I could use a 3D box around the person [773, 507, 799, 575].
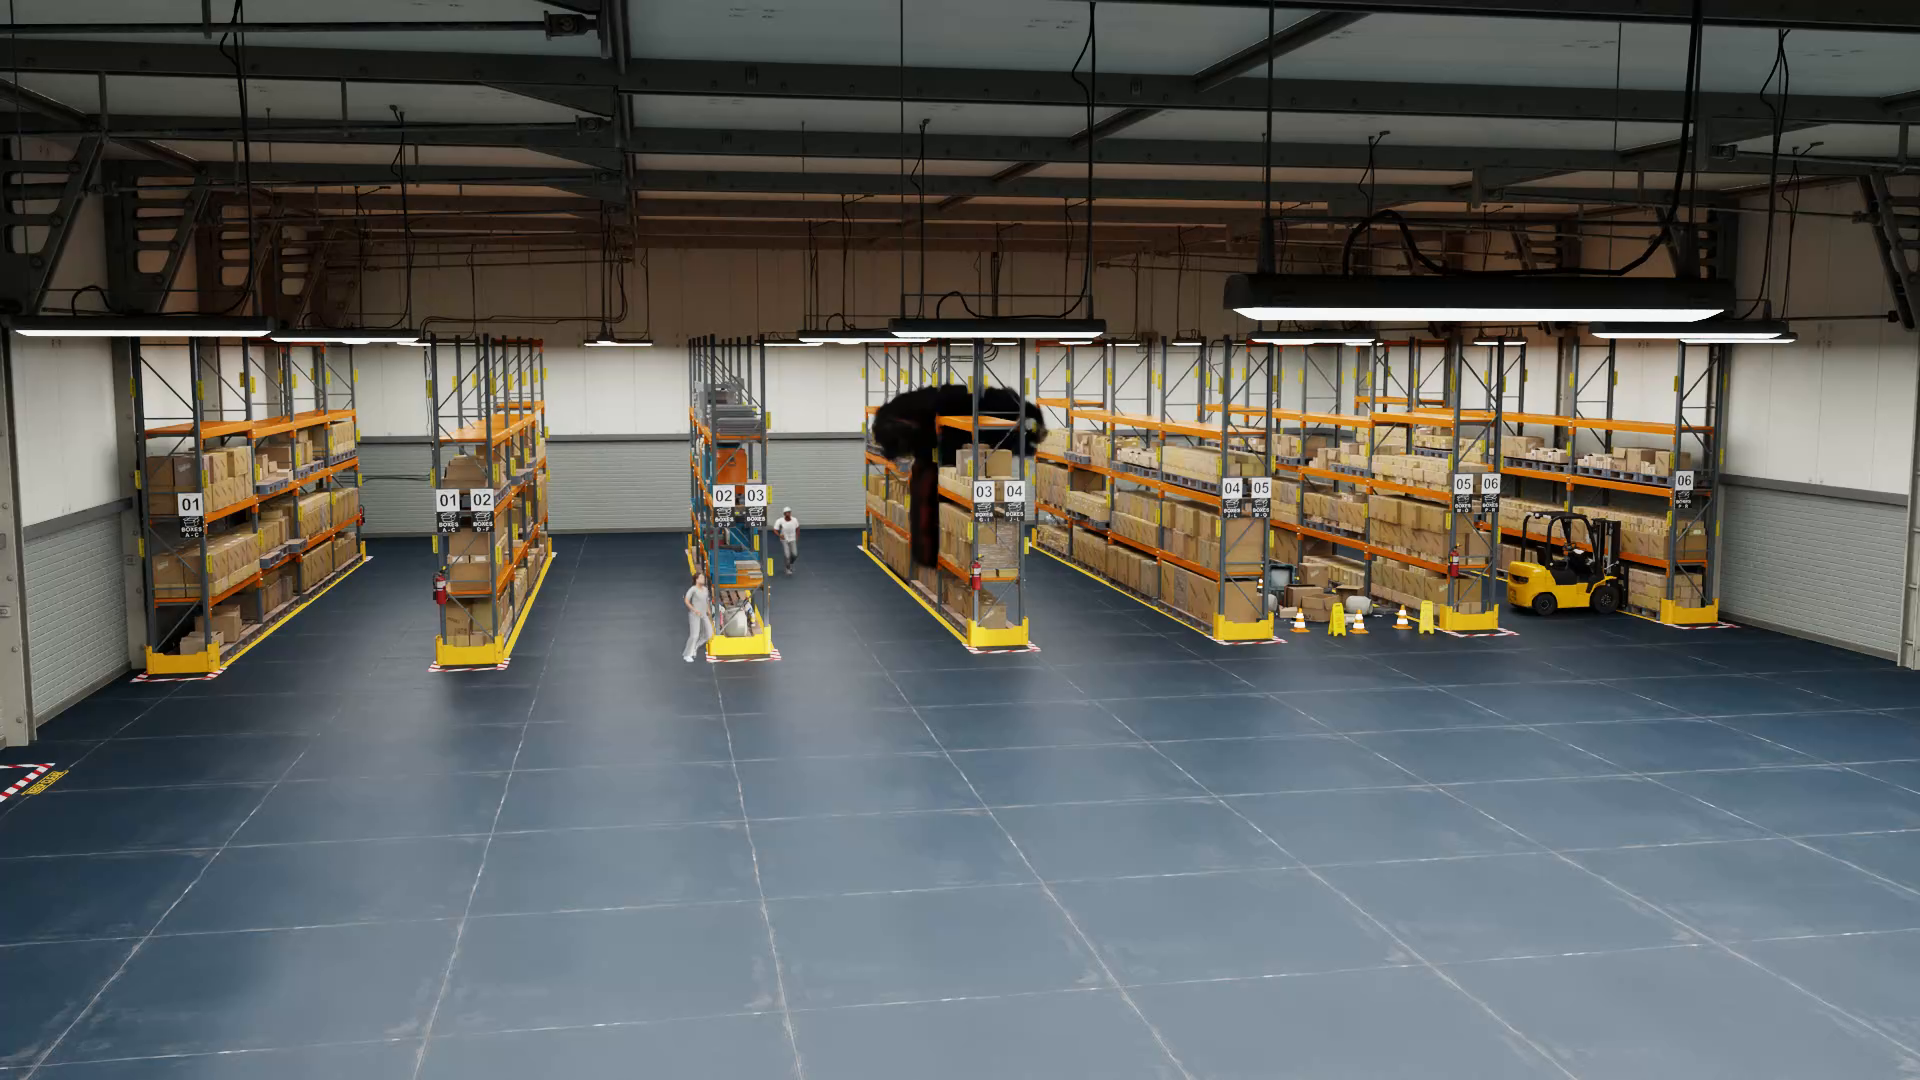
[{"bbox_3d":[-4.381,0.025,42.270,0.703,1.730,0.575,-2,7,-20],"label":"person"}]

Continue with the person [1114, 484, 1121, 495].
[{"bbox_3d":[4.681,-0.876,50.515,0.548,1.659,0.613,-3,7,-22],"label":"person"}]

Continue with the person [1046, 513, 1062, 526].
[{"bbox_3d":[2.857,-0.847,49.936,0.584,1.722,0.768,3,7,25],"label":"person"}]

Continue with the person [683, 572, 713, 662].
[{"bbox_3d":[-4.716,1.389,30.270,0.535,1.612,0.621,6,9,41],"label":"person"}]
